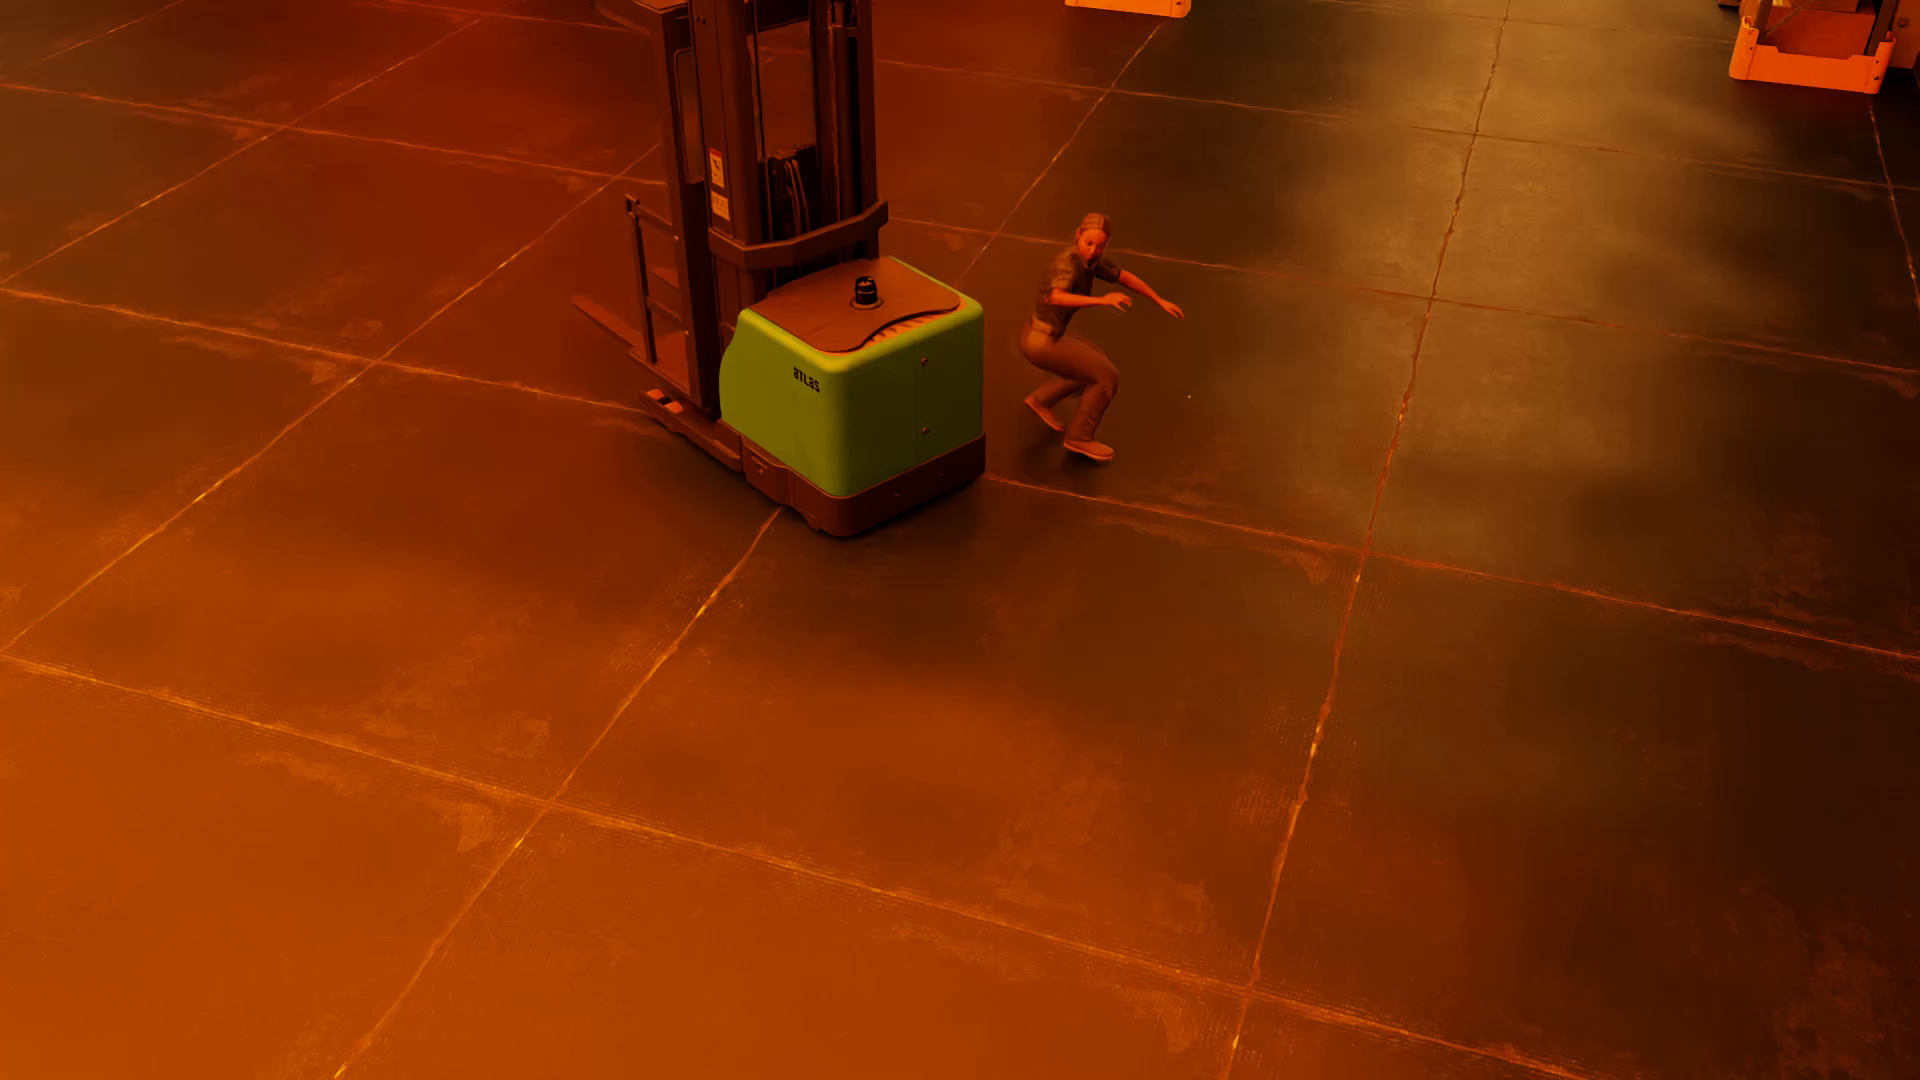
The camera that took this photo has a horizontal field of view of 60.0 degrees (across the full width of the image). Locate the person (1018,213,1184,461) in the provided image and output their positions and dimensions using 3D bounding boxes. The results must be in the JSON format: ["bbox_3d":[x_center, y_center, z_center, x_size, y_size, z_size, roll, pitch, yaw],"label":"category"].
[{"bbox_3d":[0.765,-1.100,9.012,0.910,1.384,0.705,3,35,4],"label":"person"}]

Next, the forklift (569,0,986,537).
[{"bbox_3d":[-1.204,-1.989,8.916,1.130,2.935,3.031,-27,43,-32],"label":"forklift"}]
